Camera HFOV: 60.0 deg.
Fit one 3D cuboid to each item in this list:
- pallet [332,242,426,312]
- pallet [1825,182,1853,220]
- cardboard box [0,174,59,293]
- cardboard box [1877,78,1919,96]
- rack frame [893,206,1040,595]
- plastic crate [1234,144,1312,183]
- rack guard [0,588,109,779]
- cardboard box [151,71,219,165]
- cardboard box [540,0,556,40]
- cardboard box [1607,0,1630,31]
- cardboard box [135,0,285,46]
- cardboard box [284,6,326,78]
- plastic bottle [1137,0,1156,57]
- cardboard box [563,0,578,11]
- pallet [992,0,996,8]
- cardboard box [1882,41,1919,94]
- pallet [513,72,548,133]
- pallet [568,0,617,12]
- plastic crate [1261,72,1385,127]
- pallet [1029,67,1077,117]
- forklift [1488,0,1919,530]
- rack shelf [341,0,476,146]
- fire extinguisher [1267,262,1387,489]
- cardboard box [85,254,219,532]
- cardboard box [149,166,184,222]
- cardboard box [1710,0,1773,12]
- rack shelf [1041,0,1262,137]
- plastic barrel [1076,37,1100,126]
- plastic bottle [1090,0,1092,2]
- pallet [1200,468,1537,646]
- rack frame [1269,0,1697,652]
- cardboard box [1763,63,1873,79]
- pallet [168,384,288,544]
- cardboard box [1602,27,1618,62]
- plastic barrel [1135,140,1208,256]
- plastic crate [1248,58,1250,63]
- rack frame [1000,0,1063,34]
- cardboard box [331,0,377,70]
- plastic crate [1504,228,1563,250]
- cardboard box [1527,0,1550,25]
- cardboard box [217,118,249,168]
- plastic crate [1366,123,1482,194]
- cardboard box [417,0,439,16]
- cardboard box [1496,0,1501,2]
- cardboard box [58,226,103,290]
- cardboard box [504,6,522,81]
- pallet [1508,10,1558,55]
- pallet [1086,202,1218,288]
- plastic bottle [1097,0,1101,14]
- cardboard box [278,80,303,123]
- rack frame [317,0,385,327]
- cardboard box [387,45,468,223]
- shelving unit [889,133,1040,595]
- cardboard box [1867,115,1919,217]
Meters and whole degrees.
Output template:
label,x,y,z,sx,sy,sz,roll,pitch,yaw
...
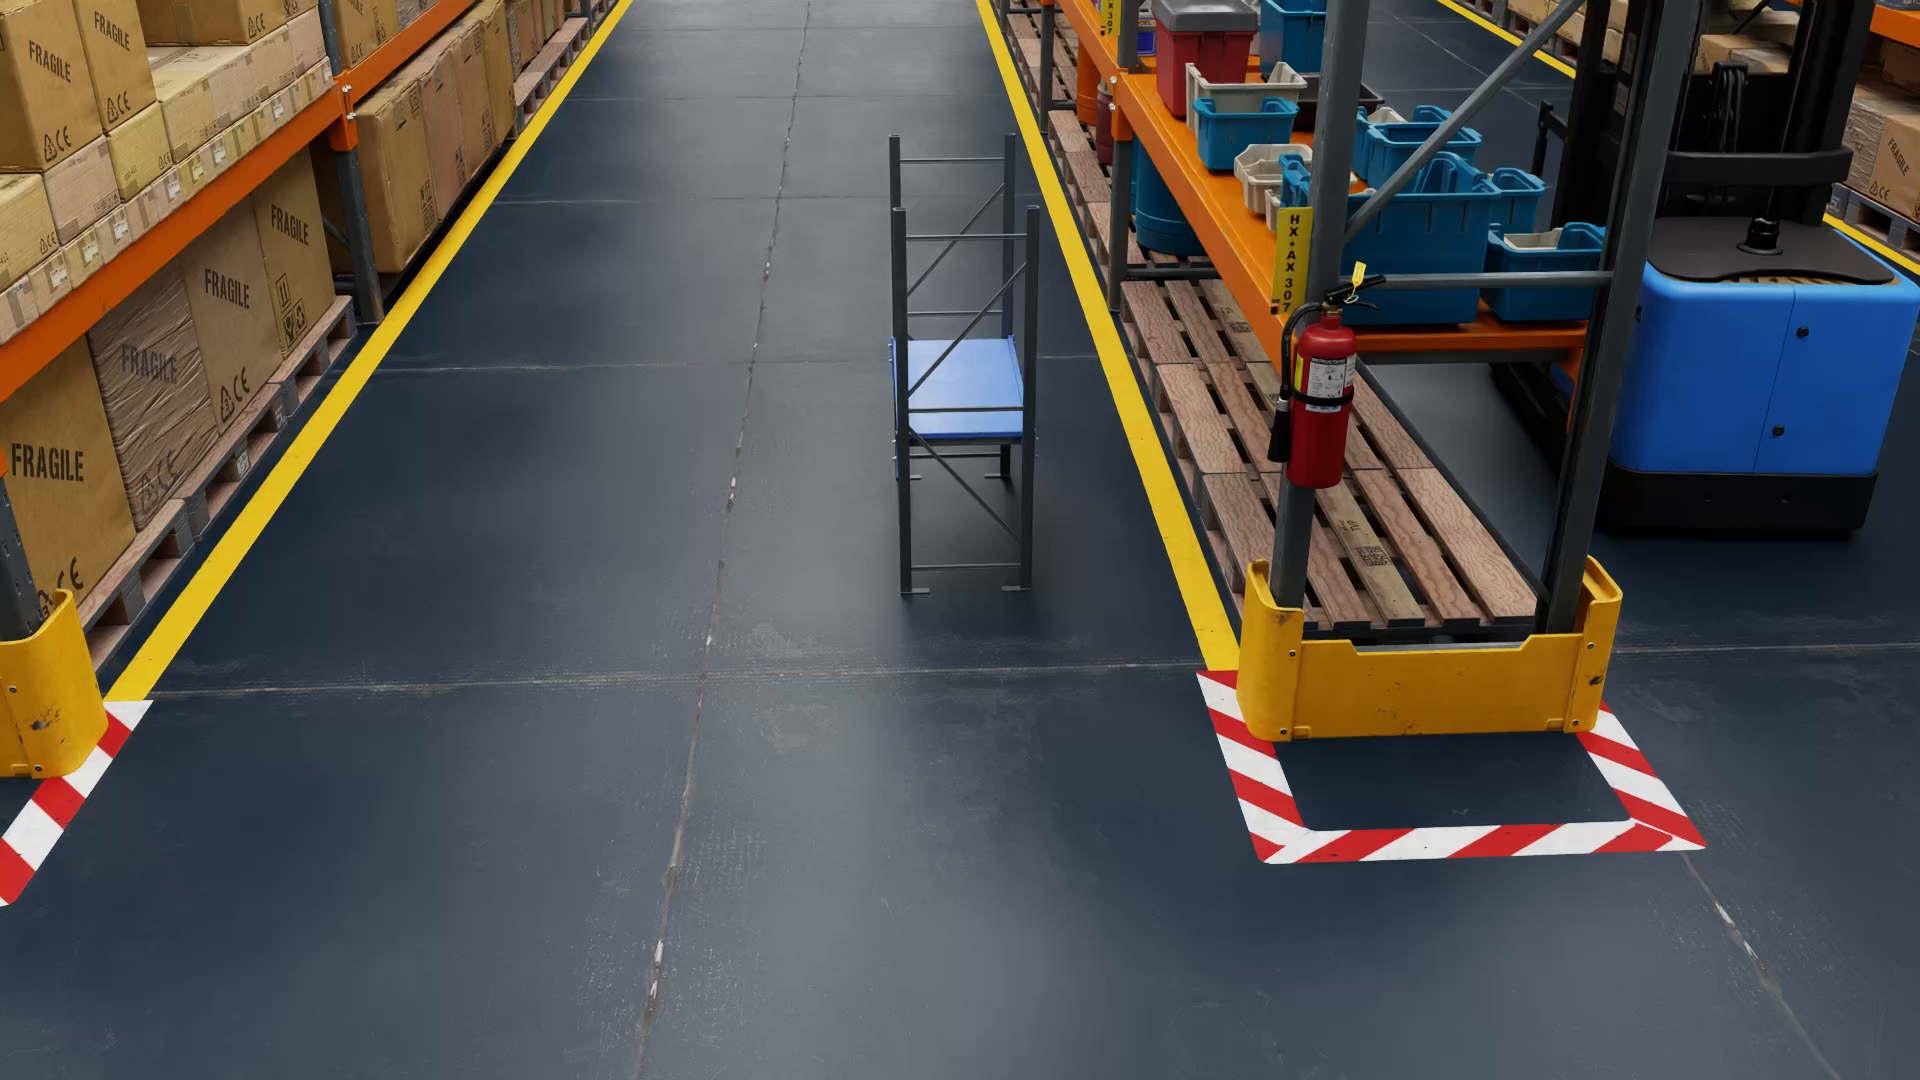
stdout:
label,x,y,z,sx,sy,sz,roll,pitch,yaw
pallet,-3.745,-1.614,9.616,1.003,0.211,1.213,-1,28,-3
pallet,6.116,-2.436,11.193,1.003,0.211,1.213,-1,28,-3
cardboard box,-3.176,-0.942,5.153,0.500,0.250,0.500,-2,28,-4
cardboard box,6.398,-2.760,11.025,0.500,0.500,0.500,-2,28,-5
rack frame,0.022,-0.470,6.029,0.500,1.500,0.032,-1,28,-3
plastic crate,1.228,-1.449,6.504,0.298,0.136,0.250,-1,28,-3
rack guard,-3.420,0.471,5.307,1.175,0.500,0.348,-1,28,-3
cardboard box,-3.265,-1.655,6.520,0.500,0.250,0.500,-2,28,-4
cardboard box,-4.031,-4.772,14.884,0.700,0.500,0.500,-2,28,-3
cardboard box,5.724,-4.505,14.057,0.500,0.311,0.500,-2,28,-3
cardboard box,-3.317,-2.456,7.246,0.500,0.500,0.500,-1,28,-2
cardboard box,-3.345,-2.364,7.879,0.500,0.250,0.500,-2,28,-4
plastic bottle,0.973,-2.735,8.884,0.152,0.276,0.135,-1,28,-3
cardboard box,-4.028,-5.454,16.212,0.500,0.500,0.500,-2,28,-4
pallet,0.839,-5.950,17.929,1.003,0.211,1.213,-1,28,-3
cardboard box,6.402,-3.075,10.819,0.500,0.250,0.500,-2,28,-4
pallet,-3.878,-3.468,13.170,1.003,0.211,1.213,-1,28,-3
pallet,-4.185,-5.828,17.696,1.003,0.211,1.213,-1,28,-3
plastic crate,1.643,-2.010,7.592,0.437,0.125,0.590,-1,28,-3
pallet,1.106,-3.585,13.395,1.003,0.211,1.213,-1,28,-3
forklift,3.200,-1.982,7.380,1.130,2.935,3.031,1,28,2
rack shelf,-3.734,-3.101,10.229,1.077,0.370,4.000,-1,28,-3
fire extinguisher,1.079,-0.488,4.929,0.296,0.674,0.183,-1,28,-3
cardboard box,-3.582,-0.607,6.513,0.875,0.875,0.875,-1,28,-3
cardboard box,-3.179,-1.303,6.276,0.380,0.149,0.250,-2,28,-3
cardboard box,6.284,-4.288,13.640,0.500,0.311,0.500,-2,28,-4
rack shelf,1.212,-3.220,10.458,1.077,0.370,4.000,-1,28,-3
plastic barrel,1.150,-3.461,12.035,0.600,0.830,0.708,-1,28,-3
plastic bottle,0.884,-3.519,10.307,0.144,0.351,0.185,-1,28,-3
pallet,1.521,0.086,6.356,1.003,0.211,1.213,-1,28,-3
rack frame,1.525,-0.768,4.979,1.000,3.000,0.127,-1,28,-3
cardboard box,5.847,-2.977,11.441,0.500,0.500,0.500,-2,28,-3
pallet,-3.601,-0.342,7.177,1.003,0.211,1.213,-1,28,-3
cardboard box,5.730,-4.255,14.184,0.500,0.250,0.500,-1,28,-1
plastic barrel,1.305,-2.123,9.392,0.600,0.901,0.708,-1,28,-3
plastic crate,1.198,-2.307,8.149,0.396,0.136,0.243,-1,28,-3
rack frame,0.899,-6.310,15.605,1.000,3.000,0.127,-1,28,-3
cardboard box,-3.404,-2.759,8.688,0.500,0.500,0.500,-1,28,-2
plastic crate,1.907,-0.950,5.548,0.250,0.136,0.298,-1,28,-3
cardboard box,5.644,-4.967,15.548,0.500,0.250,0.500,-1,28,-1
cardboard box,-3.219,-1.658,6.957,0.380,0.149,0.250,-2,28,-3
plastic crate,1.772,-1.451,6.404,0.416,0.233,0.300,-1,28,-3
cardboard box,-3.489,-3.460,10.033,0.500,0.500,0.500,-1,28,-2
cardboard box,5.603,-5.604,16.770,0.500,0.250,0.500,-1,28,-3
cardboard box,-3.138,-0.946,5.591,0.380,0.149,0.250,-2,28,-4
cardboard box,-3.935,-3.995,13.393,0.700,0.500,0.500,-4,28,-7
pallet,5.923,-4.852,15.825,1.003,0.211,1.213,-1,28,-3
pallet,1.318,-1.736,9.851,1.003,0.211,1.213,-1,28,-3
plastic bottle,0.908,-3.306,9.978,0.152,0.276,0.135,-1,28,-3
cardboard box,-3.260,-2.014,7.640,0.380,0.149,0.250,-2,28,-4
rack frame,-3.630,-2.496,8.292,1.000,3.000,0.127,-1,28,-3
cardboard box,-3.731,-2.448,10.043,1.225,0.875,0.875,-2,28,-4
shelving unit,-0.004,-0.704,6.479,0.538,1.500,1.048,-1,28,-3
cardboard box,5.934,-2.270,10.085,0.500,0.500,0.500,-1,28,-2
